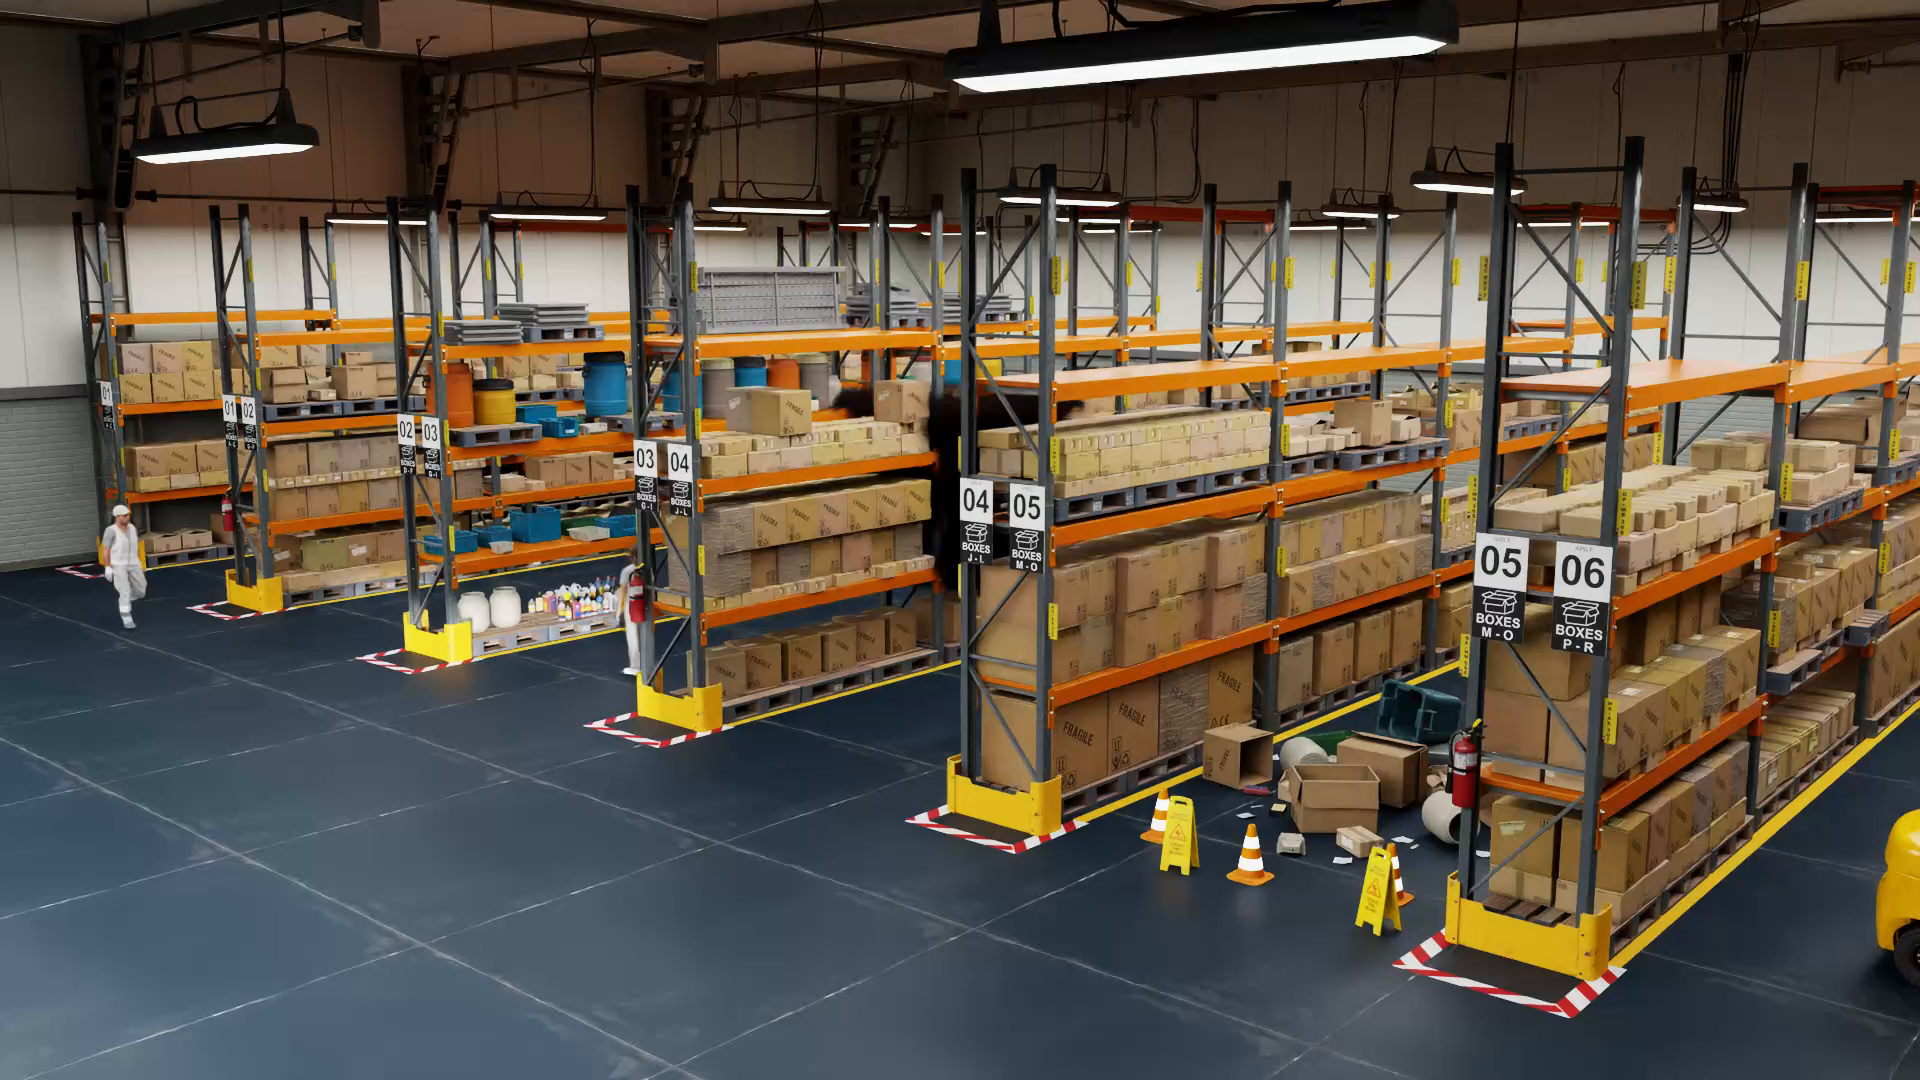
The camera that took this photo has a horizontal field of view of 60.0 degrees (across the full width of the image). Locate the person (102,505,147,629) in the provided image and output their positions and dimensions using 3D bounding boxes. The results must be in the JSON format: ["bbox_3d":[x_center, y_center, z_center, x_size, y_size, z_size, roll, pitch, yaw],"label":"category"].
[{"bbox_3d":[-11.933,0.364,23.677,0.688,1.763,0.606,8,13,41],"label":"person"}]

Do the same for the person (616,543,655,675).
[{"bbox_3d":[-4.079,0.884,20.993,0.555,1.705,0.372,-8,12,-39],"label":"person"}]
